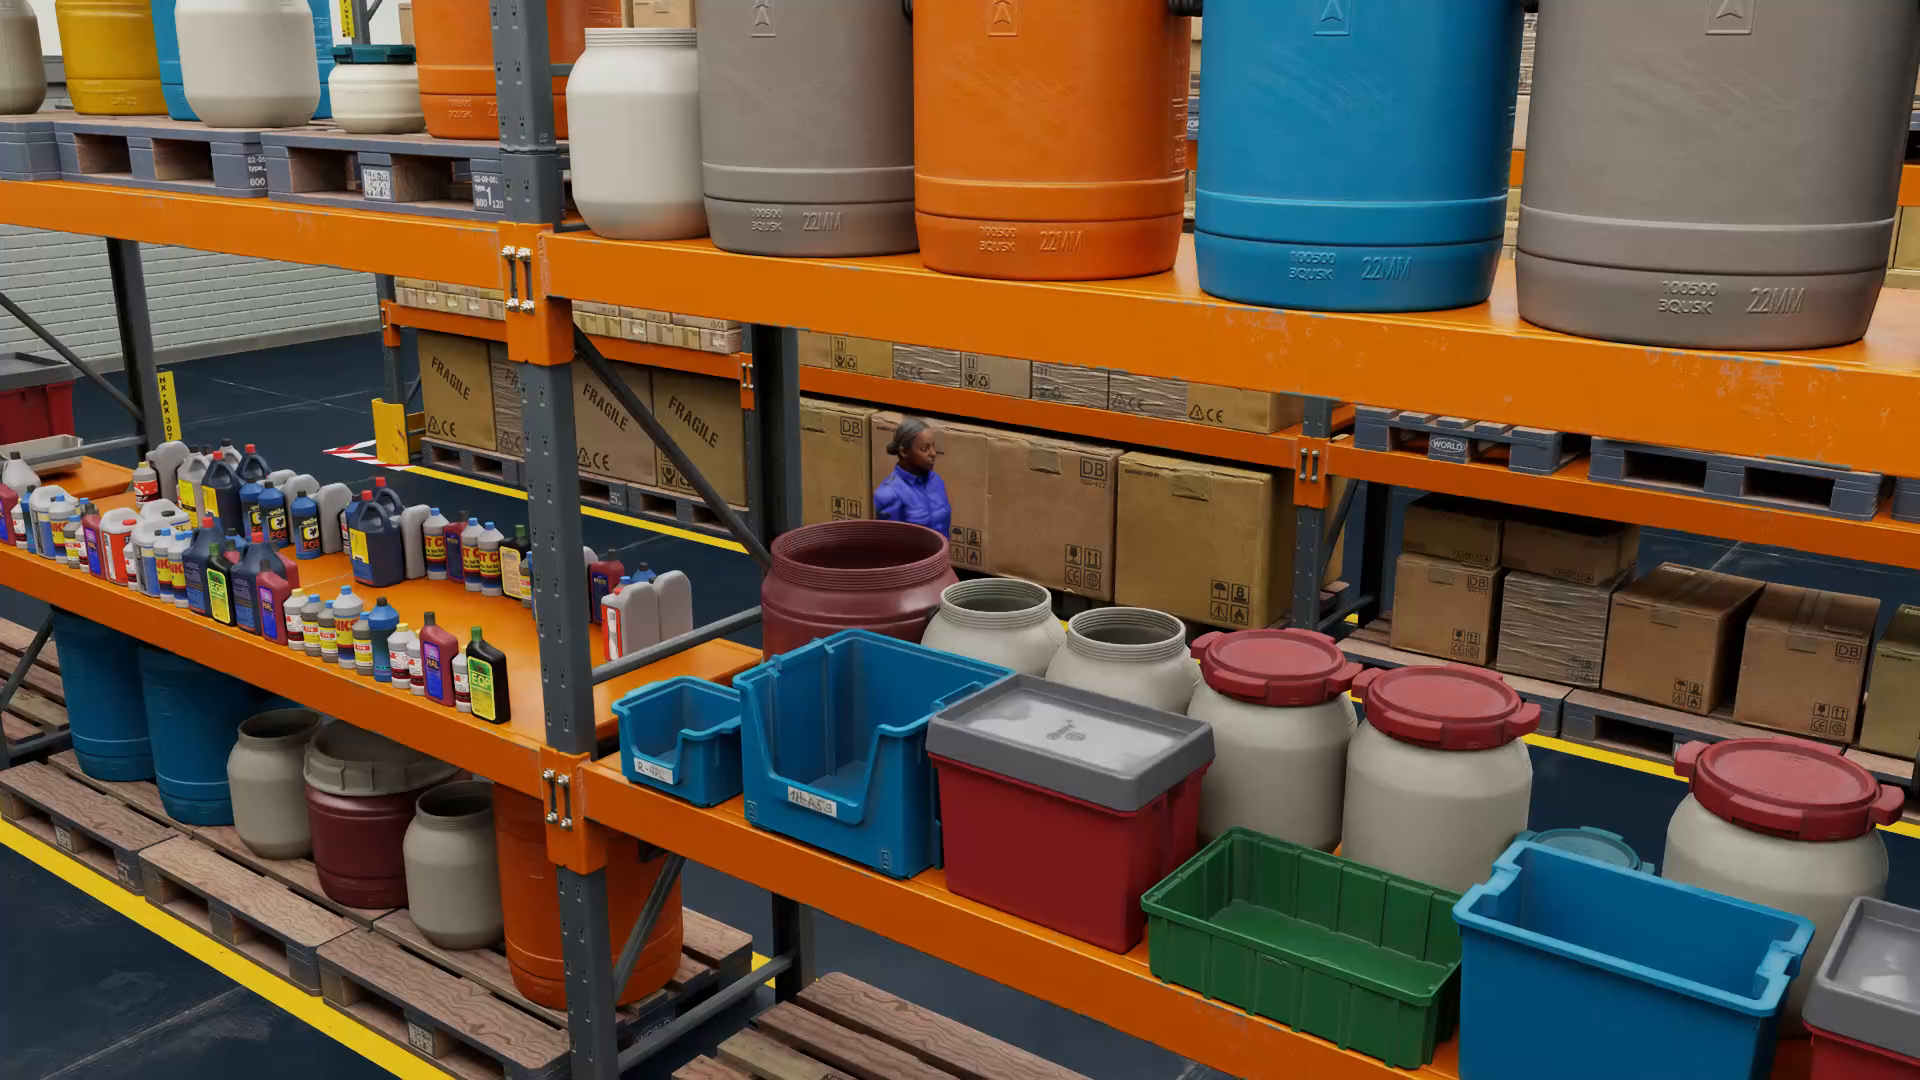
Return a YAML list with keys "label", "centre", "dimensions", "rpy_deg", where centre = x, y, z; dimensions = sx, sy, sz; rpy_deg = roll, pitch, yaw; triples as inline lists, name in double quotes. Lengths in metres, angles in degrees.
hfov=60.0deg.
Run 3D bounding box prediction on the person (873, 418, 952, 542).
- label: "person"
  centre: [-0.205, 0.257, 7.706]
  dimensions: [0.299, 1.673, 0.429]
  rpy_deg: [13, 21, 36]
